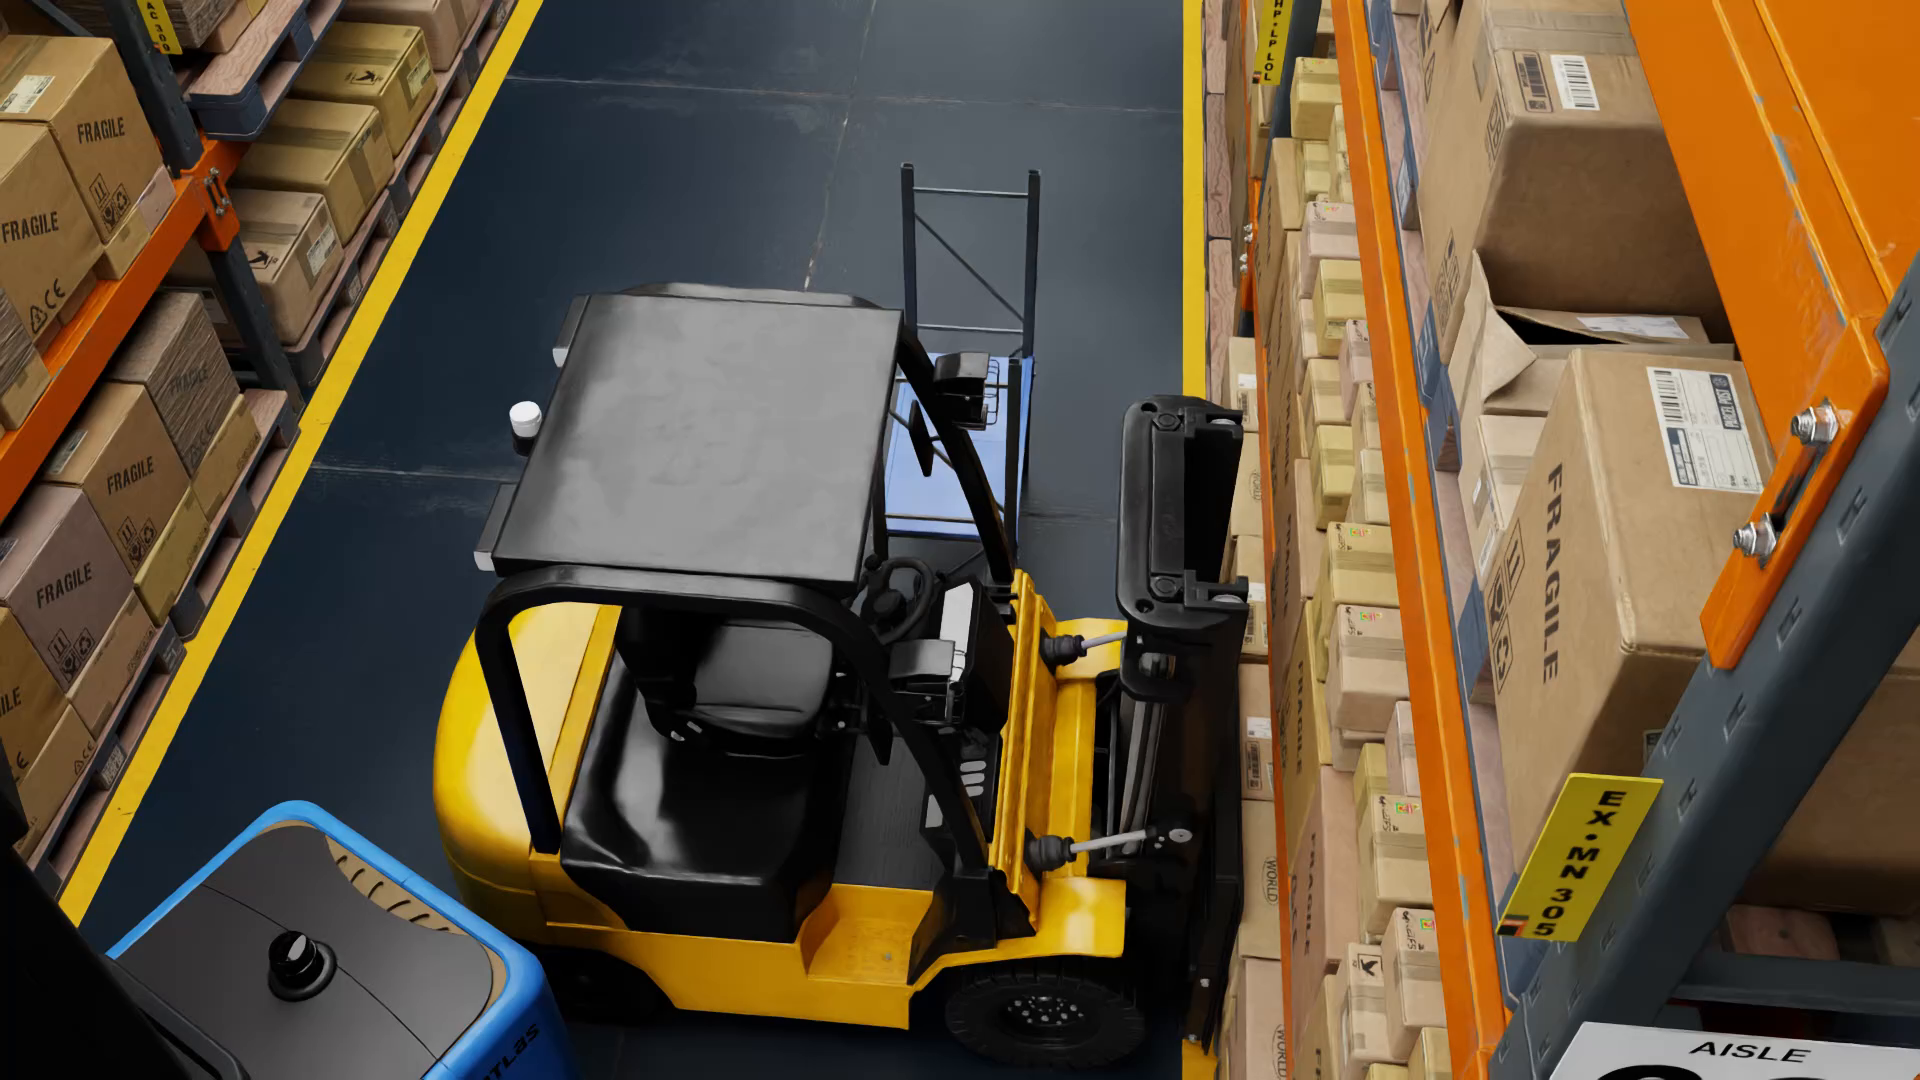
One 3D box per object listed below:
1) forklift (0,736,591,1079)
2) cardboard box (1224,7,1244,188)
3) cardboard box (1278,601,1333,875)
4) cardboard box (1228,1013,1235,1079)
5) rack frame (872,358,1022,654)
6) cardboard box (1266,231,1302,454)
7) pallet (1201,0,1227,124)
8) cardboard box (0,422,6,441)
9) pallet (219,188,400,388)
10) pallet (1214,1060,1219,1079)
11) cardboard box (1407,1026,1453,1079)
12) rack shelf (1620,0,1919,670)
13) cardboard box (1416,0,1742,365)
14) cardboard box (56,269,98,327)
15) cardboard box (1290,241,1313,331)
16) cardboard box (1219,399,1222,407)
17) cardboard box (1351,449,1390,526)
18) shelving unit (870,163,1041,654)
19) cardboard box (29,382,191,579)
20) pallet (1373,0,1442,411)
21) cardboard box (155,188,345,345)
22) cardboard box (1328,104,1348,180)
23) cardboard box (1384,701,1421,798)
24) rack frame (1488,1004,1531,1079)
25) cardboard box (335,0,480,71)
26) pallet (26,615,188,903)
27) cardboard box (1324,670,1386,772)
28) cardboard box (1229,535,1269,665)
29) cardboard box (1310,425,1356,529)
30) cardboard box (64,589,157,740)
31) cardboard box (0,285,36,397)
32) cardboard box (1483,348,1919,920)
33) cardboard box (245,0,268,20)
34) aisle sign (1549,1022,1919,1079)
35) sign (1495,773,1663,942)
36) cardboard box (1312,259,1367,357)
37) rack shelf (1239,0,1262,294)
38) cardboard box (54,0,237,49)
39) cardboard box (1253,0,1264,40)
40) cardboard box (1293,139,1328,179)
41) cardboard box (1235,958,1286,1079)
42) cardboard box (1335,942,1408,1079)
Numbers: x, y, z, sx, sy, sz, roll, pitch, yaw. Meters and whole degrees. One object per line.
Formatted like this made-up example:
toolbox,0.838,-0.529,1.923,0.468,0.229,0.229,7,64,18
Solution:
forklift,-2.301,1.541,3.354,1.130,2.935,3.031,26,53,22
cardboard box,1.758,-2.102,7.965,0.875,0.625,0.625,2,48,2
cardboard box,1.099,0.513,4.180,0.500,0.500,0.500,3,48,3
cardboard box,1.002,1.555,4.535,0.500,0.250,0.500,3,48,3
rack frame,-0.054,-0.070,5.798,0.500,1.500,0.032,4,48,4
cardboard box,1.246,-0.597,5.195,0.500,0.500,0.500,5,48,4
pallet,1.828,-2.652,9.032,1.003,0.211,1.213,4,48,4
cardboard box,-3.234,-0.312,5.173,0.380,0.149,0.250,3,48,3
pallet,-3.297,-1.218,7.721,1.003,0.211,1.213,4,48,4
pallet,1.241,2.060,4.723,1.003,0.211,1.213,4,48,4
cardboard box,1.035,1.053,3.045,0.380,0.149,0.250,4,48,4
rack shelf,1.395,-1.433,2.721,1.077,0.370,4.000,4,48,4
cardboard box,1.203,-0.625,2.836,0.700,0.500,0.500,4,48,4
cardboard box,-3.209,-0.875,5.688,0.380,0.149,0.250,4,48,4
cardboard box,1.172,-0.732,4.879,0.380,0.149,0.250,5,48,4
cardboard box,1.226,-0.303,6.235,0.500,0.250,0.500,4,48,3
cardboard box,1.169,-0.074,4.076,0.380,0.149,0.250,4,48,4
shelving unit,-0.008,-0.443,6.139,0.538,1.500,1.048,4,48,4
cardboard box,-3.198,-0.227,5.995,0.500,0.500,0.500,5,48,4
pallet,1.411,-0.716,3.399,1.003,0.211,1.213,4,48,4
cardboard box,-3.321,-1.227,7.336,0.950,0.372,0.625,4,48,4
cardboard box,1.336,-1.195,5.101,0.380,0.149,0.250,5,48,4
cardboard box,1.120,0.498,3.553,0.380,0.149,0.250,4,48,4
rack frame,1.213,1.684,3.177,1.000,3.000,0.127,4,48,4
cardboard box,-3.122,-2.824,8.796,0.950,0.372,0.625,3,48,3
pallet,-3.501,0.749,5.922,1.003,0.211,1.213,4,48,4
cardboard box,1.055,0.400,3.844,0.380,0.149,0.250,2,48,2
cardboard box,1.130,0.269,5.372,0.500,0.250,0.500,5,48,5
cardboard box,1.125,-0.157,4.353,0.380,0.149,0.250,3,48,3
cardboard box,-3.242,0.417,5.914,0.500,0.250,0.500,5,48,4
cardboard box,-3.242,-0.617,5.012,0.500,0.500,0.500,5,48,5
cardboard box,1.010,0.120,2.154,0.500,0.500,0.500,5,48,5
cardboard box,-2.970,-2.211,6.626,0.380,0.149,0.250,5,48,4
aisle sign,0.914,0.835,2.192,0.394,0.787,0.004,4,48,4
sign,0.673,0.353,1.816,0.100,0.325,0.005,4,48,4
cardboard box,1.182,-0.633,4.588,0.380,0.149,0.250,3,48,3
rack shelf,1.759,-2.483,7.475,1.077,0.370,4.000,4,48,4
cardboard box,-3.038,-2.188,6.164,0.500,0.500,0.500,5,48,4
cardboard box,1.407,-2.130,6.428,0.500,0.250,0.500,3,48,3
cardboard box,1.286,-1.292,5.391,0.380,0.149,0.250,3,48,3
cardboard box,0.985,1.398,4.340,0.500,0.250,0.500,5,48,4
cardboard box,0.959,0.968,3.325,0.380,0.149,0.250,5,48,4
